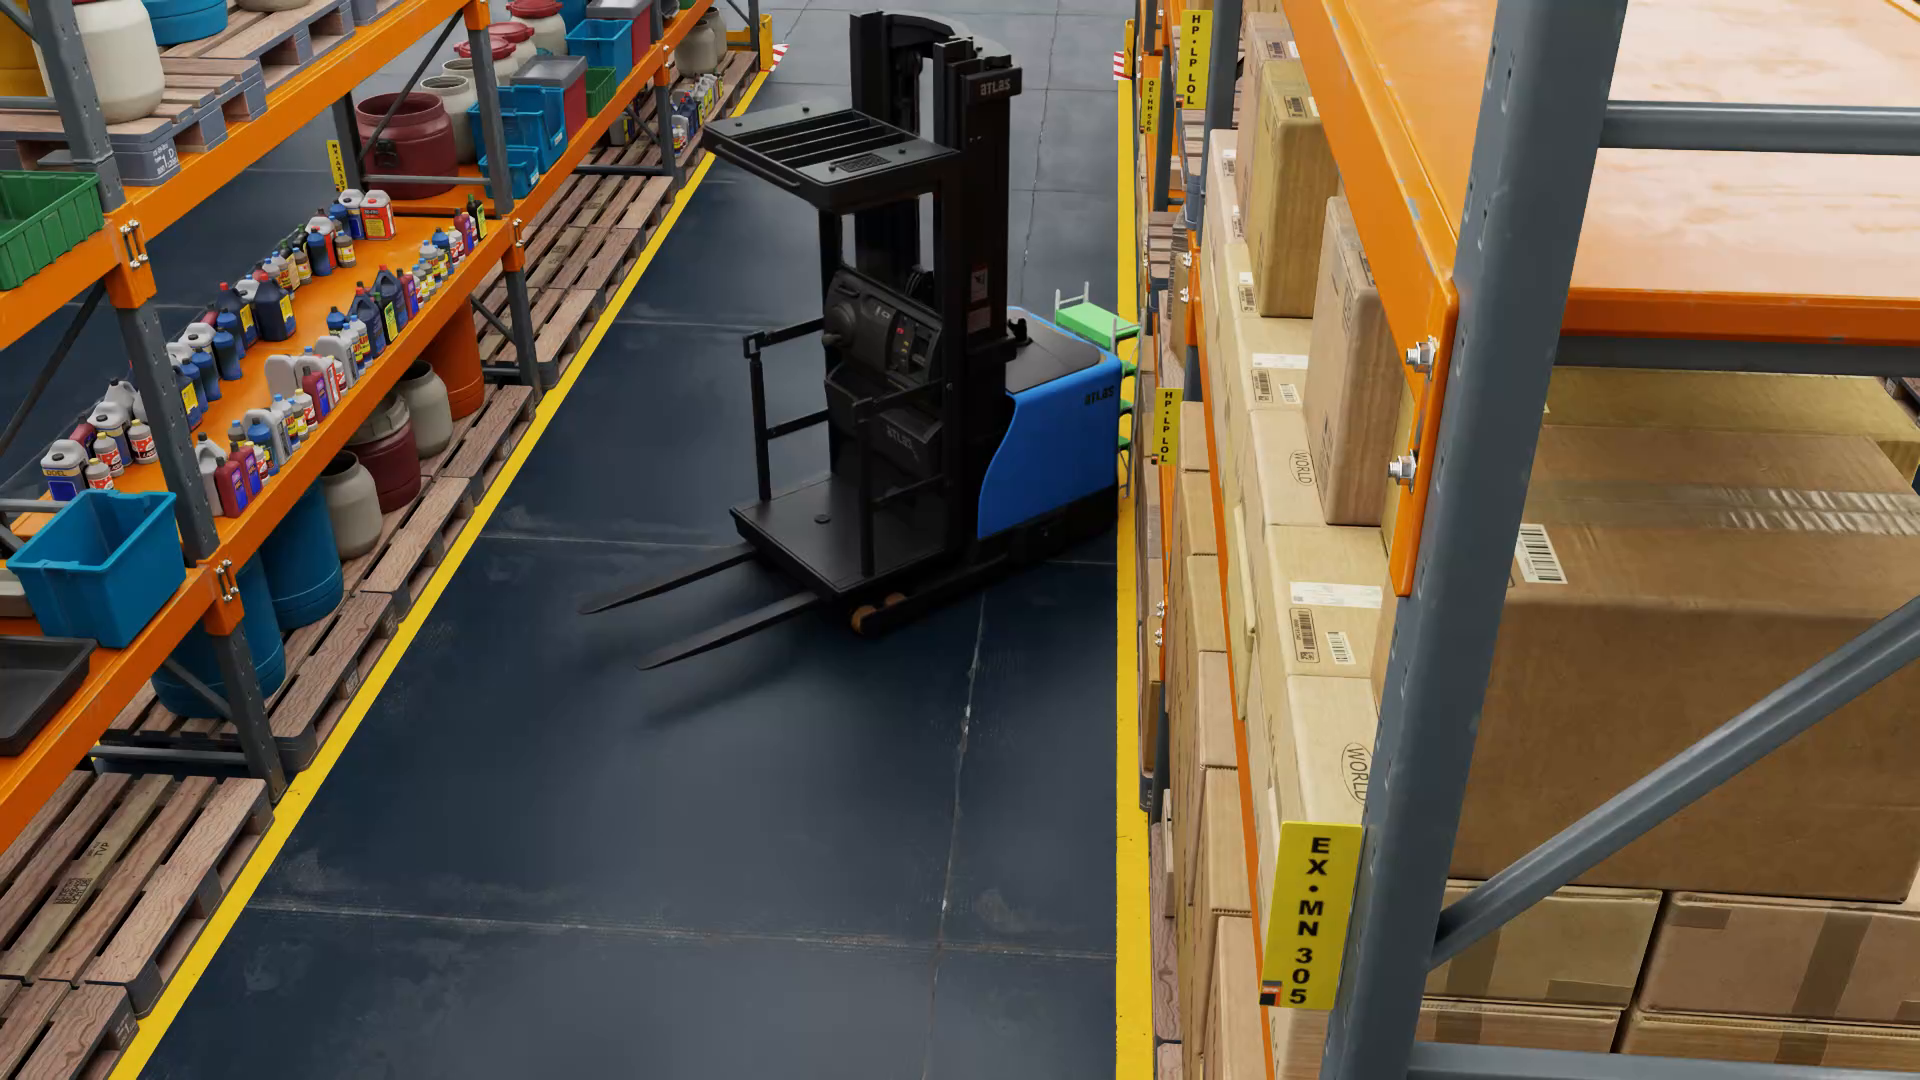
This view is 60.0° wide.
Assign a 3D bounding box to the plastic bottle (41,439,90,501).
[{"bbox_3d":[-3.895,-0.290,7.261,0.152,0.276,0.135,2,32,4],"label":"plastic bottle"}]

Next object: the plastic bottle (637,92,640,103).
[{"bbox_3d":[-3.114,-4.310,15.846,0.097,0.271,0.097,0,32,0],"label":"plastic bottle"}]

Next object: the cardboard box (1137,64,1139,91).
[{"bbox_3d":[1.965,-4.399,16.030,0.500,0.250,0.500,2,32,4],"label":"cardboard box"}]

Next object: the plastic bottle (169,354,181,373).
[{"bbox_3d":[-3.824,-0.745,7.999,0.152,0.276,0.135,2,32,4],"label":"plastic bottle"}]

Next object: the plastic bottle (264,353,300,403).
[{"bbox_3d":[-3.264,-0.787,8.066,0.152,0.276,0.135,2,32,4],"label":"plastic bottle"}]

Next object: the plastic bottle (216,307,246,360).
[{"bbox_3d":[-3.741,-1.064,8.520,0.097,0.271,0.097,0,32,0],"label":"plastic bottle"}]

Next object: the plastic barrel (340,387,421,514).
[{"bbox_3d":[-3.394,-0.520,9.413,0.600,0.588,0.708,2,32,4],"label":"plastic barrel"}]

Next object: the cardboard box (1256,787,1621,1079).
[{"bbox_3d":[0.785,0.689,2.837,0.500,0.250,0.500,2,32,4],"label":"cardboard box"}]

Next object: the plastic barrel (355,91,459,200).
[{"bbox_3d":[-3.544,-2.528,10.644,0.600,0.536,0.708,2,32,4],"label":"plastic barrel"}]

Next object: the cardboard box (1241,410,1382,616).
[{"bbox_3d":[0.878,-0.046,3.554,0.500,0.250,0.500,2,32,4],"label":"cardboard box"}]

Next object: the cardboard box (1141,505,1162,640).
[{"bbox_3d":[1.176,0.176,8.348,0.500,0.500,0.500,3,32,5],"label":"cardboard box"}]

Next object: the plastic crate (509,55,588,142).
[{"bbox_3d":[-2.843,-3.074,11.598,0.402,0.464,0.583,2,32,4],"label":"plastic crate"}]

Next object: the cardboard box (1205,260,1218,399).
[{"bbox_3d":[1.001,-0.618,4.958,0.500,0.250,0.500,2,32,4],"label":"cardboard box"}]

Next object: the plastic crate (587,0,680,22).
[{"bbox_3d":[-2.784,-4.548,14.111,0.767,0.338,0.504,2,32,4],"label":"plastic crate"}]

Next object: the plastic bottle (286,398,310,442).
[{"bbox_3d":[-3.113,-0.566,7.779,0.097,0.201,0.097,0,32,0],"label":"plastic bottle"}]

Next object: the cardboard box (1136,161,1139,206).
[{"bbox_3d":[1.703,-2.901,13.599,0.500,0.250,0.500,2,32,3],"label":"cardboard box"}]

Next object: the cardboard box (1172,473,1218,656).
[{"bbox_3d":[0.971,0.126,5.418,0.500,0.500,0.500,2,32,2],"label":"cardboard box"}]

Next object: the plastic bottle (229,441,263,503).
[{"bbox_3d":[-3.139,-0.317,7.297,0.061,0.283,0.133,2,32,4],"label":"plastic bottle"}]

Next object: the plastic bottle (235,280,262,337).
[{"bbox_3d":[-3.750,-1.224,8.776,0.152,0.276,0.135,2,32,4],"label":"plastic bottle"}]

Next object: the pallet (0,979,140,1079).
[{"bbox_3d":[-3.723,2.090,5.938,1.003,0.211,1.213,2,32,4],"label":"pallet"}]

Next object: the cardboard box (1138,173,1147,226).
[{"bbox_3d":[1.614,-2.602,12.580,0.500,0.311,0.500,1,32,2],"label":"cardboard box"}]

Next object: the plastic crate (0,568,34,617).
[{"bbox_3d":[-3.785,0.201,6.540,0.396,0.136,0.243,2,32,4],"label":"plastic crate"}]

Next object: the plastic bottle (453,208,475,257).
[{"bbox_3d":[-2.906,-1.815,9.727,0.061,0.283,0.133,2,32,4],"label":"plastic bottle"}]

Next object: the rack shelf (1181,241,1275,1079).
[{"bbox_3d":[1.169,0.165,4.230,1.077,0.370,4.000,2,32,4],"label":"rack shelf"}]

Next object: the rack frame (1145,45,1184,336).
[{"bbox_3d":[1.657,-2.001,9.919,1.000,3.000,0.127,2,32,4],"label":"rack frame"}]

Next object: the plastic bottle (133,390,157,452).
[{"bbox_3d":[-3.713,-0.591,7.677,0.144,0.351,0.185,2,32,4],"label":"plastic bottle"}]

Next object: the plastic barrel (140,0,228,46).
[{"bbox_3d":[-3.619,-2.691,7.301,0.600,0.901,0.708,2,32,4],"label":"plastic barrel"}]

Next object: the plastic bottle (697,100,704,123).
[{"bbox_3d":[-2.413,-3.953,15.333,0.097,0.201,0.097,0,32,0],"label":"plastic bottle"}]

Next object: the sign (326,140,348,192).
[{"bbox_3d":[-3.828,-2.304,10.255,0.100,0.325,0.005,2,32,4],"label":"sign"}]

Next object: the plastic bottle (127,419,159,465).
[{"bbox_3d":[-3.740,-0.454,7.597,0.097,0.201,0.097,0,32,0],"label":"plastic bottle"}]

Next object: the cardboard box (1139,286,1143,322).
[{"bbox_3d":[1.495,-1.565,11.431,0.500,0.250,0.500,2,32,3],"label":"cardboard box"}]

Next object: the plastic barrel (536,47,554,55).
[{"bbox_3d":[-3.214,-3.562,12.583,0.301,0.262,0.301,0,32,0],"label":"plastic barrel"}]

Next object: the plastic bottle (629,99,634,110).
[{"bbox_3d":[-3.042,-3.965,15.274,0.061,0.283,0.133,2,32,4],"label":"plastic bottle"}]

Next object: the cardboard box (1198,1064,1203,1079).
[{"bbox_3d":[0.810,1.622,3.944,0.500,0.500,0.500,3,32,4],"label":"cardboard box"}]

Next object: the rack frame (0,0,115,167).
[{"bbox_3d":[-3.605,-2.677,5.297,1.000,3.000,0.127,2,32,4],"label":"rack frame"}]

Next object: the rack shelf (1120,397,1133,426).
[{"bbox_3d":[0.781,-0.793,9.786,0.258,0.148,0.480,-20,37,-32],"label":"rack shelf"}]

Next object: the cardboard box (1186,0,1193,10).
[{"bbox_3d":[1.614,-2.825,8.300,0.910,0.500,0.500,2,32,4],"label":"cardboard box"}]

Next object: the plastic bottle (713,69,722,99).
[{"bbox_3d":[-2.332,-4.388,15.961,0.061,0.283,0.133,3,32,5],"label":"plastic bottle"}]

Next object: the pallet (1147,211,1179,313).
[{"bbox_3d":[1.672,-1.562,9.389,1.213,0.211,1.003,2,32,4],"label":"pallet"}]

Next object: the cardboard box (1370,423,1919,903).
[{"bbox_3d":[1.031,0.167,2.492,0.700,0.500,0.500,2,32,4],"label":"cardboard box"}]

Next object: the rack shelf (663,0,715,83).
[{"bbox_3d":[-2.791,-5.046,15.545,1.077,0.370,4.000,2,32,4],"label":"rack shelf"}]

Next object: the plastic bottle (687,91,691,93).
[{"bbox_3d":[-2.533,-4.107,15.584,0.097,0.201,0.097,0,32,0],"label":"plastic bottle"}]

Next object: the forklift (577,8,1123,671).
[{"bbox_3d":[-0.567,-1.052,8.443,3.031,2.935,1.130,-22,38,-31],"label":"forklift"}]

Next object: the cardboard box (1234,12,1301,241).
[{"bbox_3d":[1.148,-1.144,4.620,0.700,0.500,0.500,2,32,4],"label":"cardboard box"}]

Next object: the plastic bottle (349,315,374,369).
[{"bbox_3d":[-3.049,-1.010,8.433,0.097,0.271,0.097,0,32,0],"label":"plastic bottle"}]

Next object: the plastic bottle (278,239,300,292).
[{"bbox_3d":[-3.750,-1.522,9.252,0.061,0.283,0.133,2,32,4],"label":"plastic bottle"}]

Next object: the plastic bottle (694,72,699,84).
[{"bbox_3d":[-2.495,-4.324,15.857,0.061,0.283,0.133,2,32,4],"label":"plastic bottle"}]

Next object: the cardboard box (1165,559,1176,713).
[{"bbox_3d":[1.018,0.303,6.085,0.500,0.500,0.500,3,32,5],"label":"cardboard box"}]

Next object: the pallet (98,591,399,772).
[{"bbox_3d":[-3.501,0.662,8.255,1.003,0.211,1.213,2,32,4],"label":"pallet"}]

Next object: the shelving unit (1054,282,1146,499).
[{"bbox_3d":[0.783,-0.848,9.754,0.258,1.200,0.503,-20,37,-32],"label":"shelving unit"}]

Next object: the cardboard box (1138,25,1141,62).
[{"bbox_3d":[2.004,-4.980,16.257,0.500,0.500,0.500,2,32,4],"label":"cardboard box"}]

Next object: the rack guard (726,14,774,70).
[{"bbox_3d":[-2.587,-5.292,17.641,1.175,0.500,0.348,2,32,4],"label":"rack guard"}]

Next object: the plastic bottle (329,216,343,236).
[{"bbox_3d":[-3.682,-1.807,9.794,0.097,0.201,0.097,0,32,0],"label":"plastic bottle"}]

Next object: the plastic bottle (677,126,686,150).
[{"bbox_3d":[-2.474,-3.557,14.691,0.097,0.201,0.097,0,32,0],"label":"plastic bottle"}]

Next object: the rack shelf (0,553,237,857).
[{"bbox_3d":[-3.768,1.229,5.363,1.077,0.370,4.000,2,32,4],"label":"rack shelf"}]

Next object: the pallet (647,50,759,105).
[{"bbox_3d":[-2.659,-4.745,17.028,1.003,0.211,1.213,2,32,4],"label":"pallet"}]

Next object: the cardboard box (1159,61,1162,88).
[{"bbox_3d":[1.707,-3.531,12.641,0.380,0.149,0.250,2,32,4],"label":"cardboard box"}]
